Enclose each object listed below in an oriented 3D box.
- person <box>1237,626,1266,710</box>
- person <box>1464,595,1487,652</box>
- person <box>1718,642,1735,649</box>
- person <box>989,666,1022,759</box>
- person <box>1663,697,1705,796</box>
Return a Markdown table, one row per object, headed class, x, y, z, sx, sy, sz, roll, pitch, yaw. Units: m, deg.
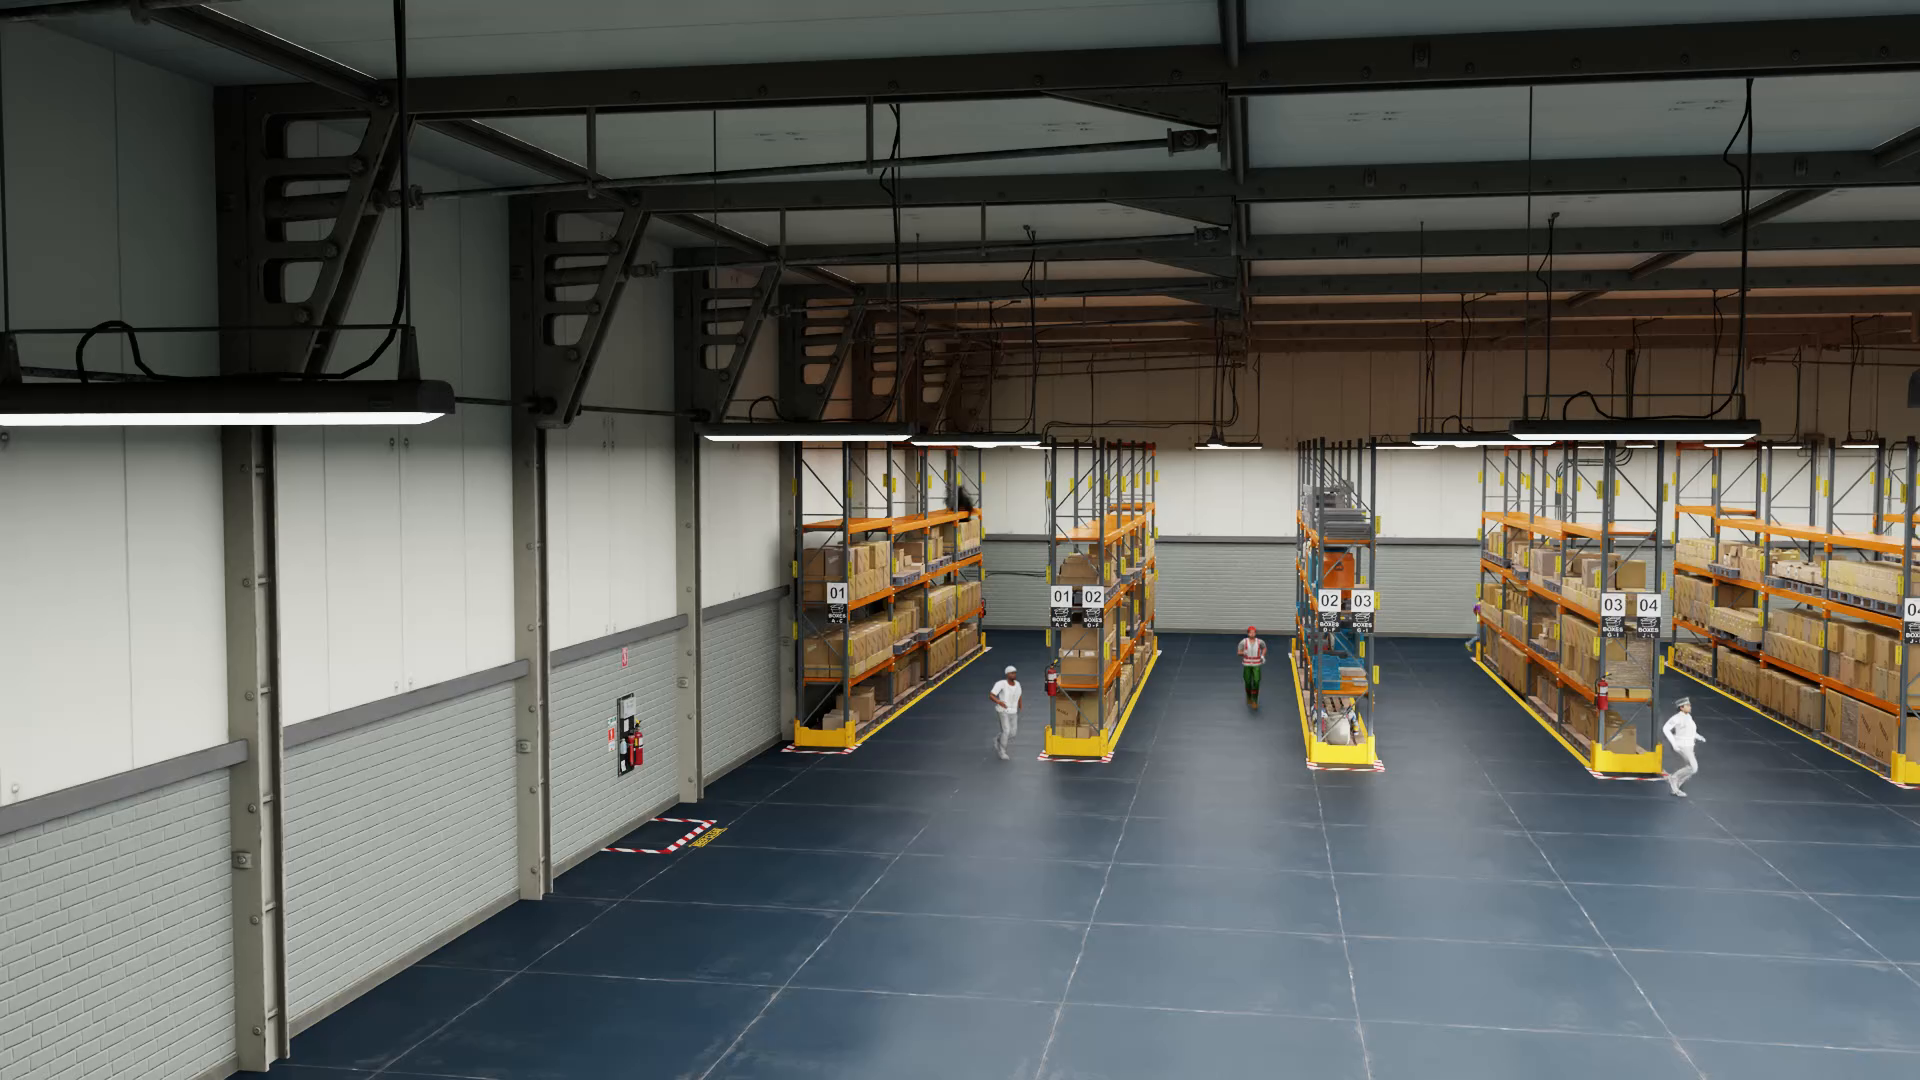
| class | x | y | z | sx | sy | sz | roll | pitch | yaw |
| --- | --- | --- | --- | --- | --- | --- | --- | --- | --- |
| person | 6.526 | 2.835 | 37.213 | 0.636 | 1.821 | 0.843 | 1 | 3 | 10 |
| person | 14.721 | 2.350 | 46.845 | 0.961 | 1.744 | 0.712 | 1 | 3 | 19 |
| person | 20.967 | 2.483 | 45.482 | 0.625 | 1.701 | 0.659 | 1 | 3 | 12 |
| person | 0.881 | 3.224 | 31.274 | 0.734 | 1.708 | 0.640 | -2 | 4 | -32 |
| person | 12.047 | 3.433 | 27.564 | 0.605 | 1.654 | 0.565 | -3 | 4 | -41 |
